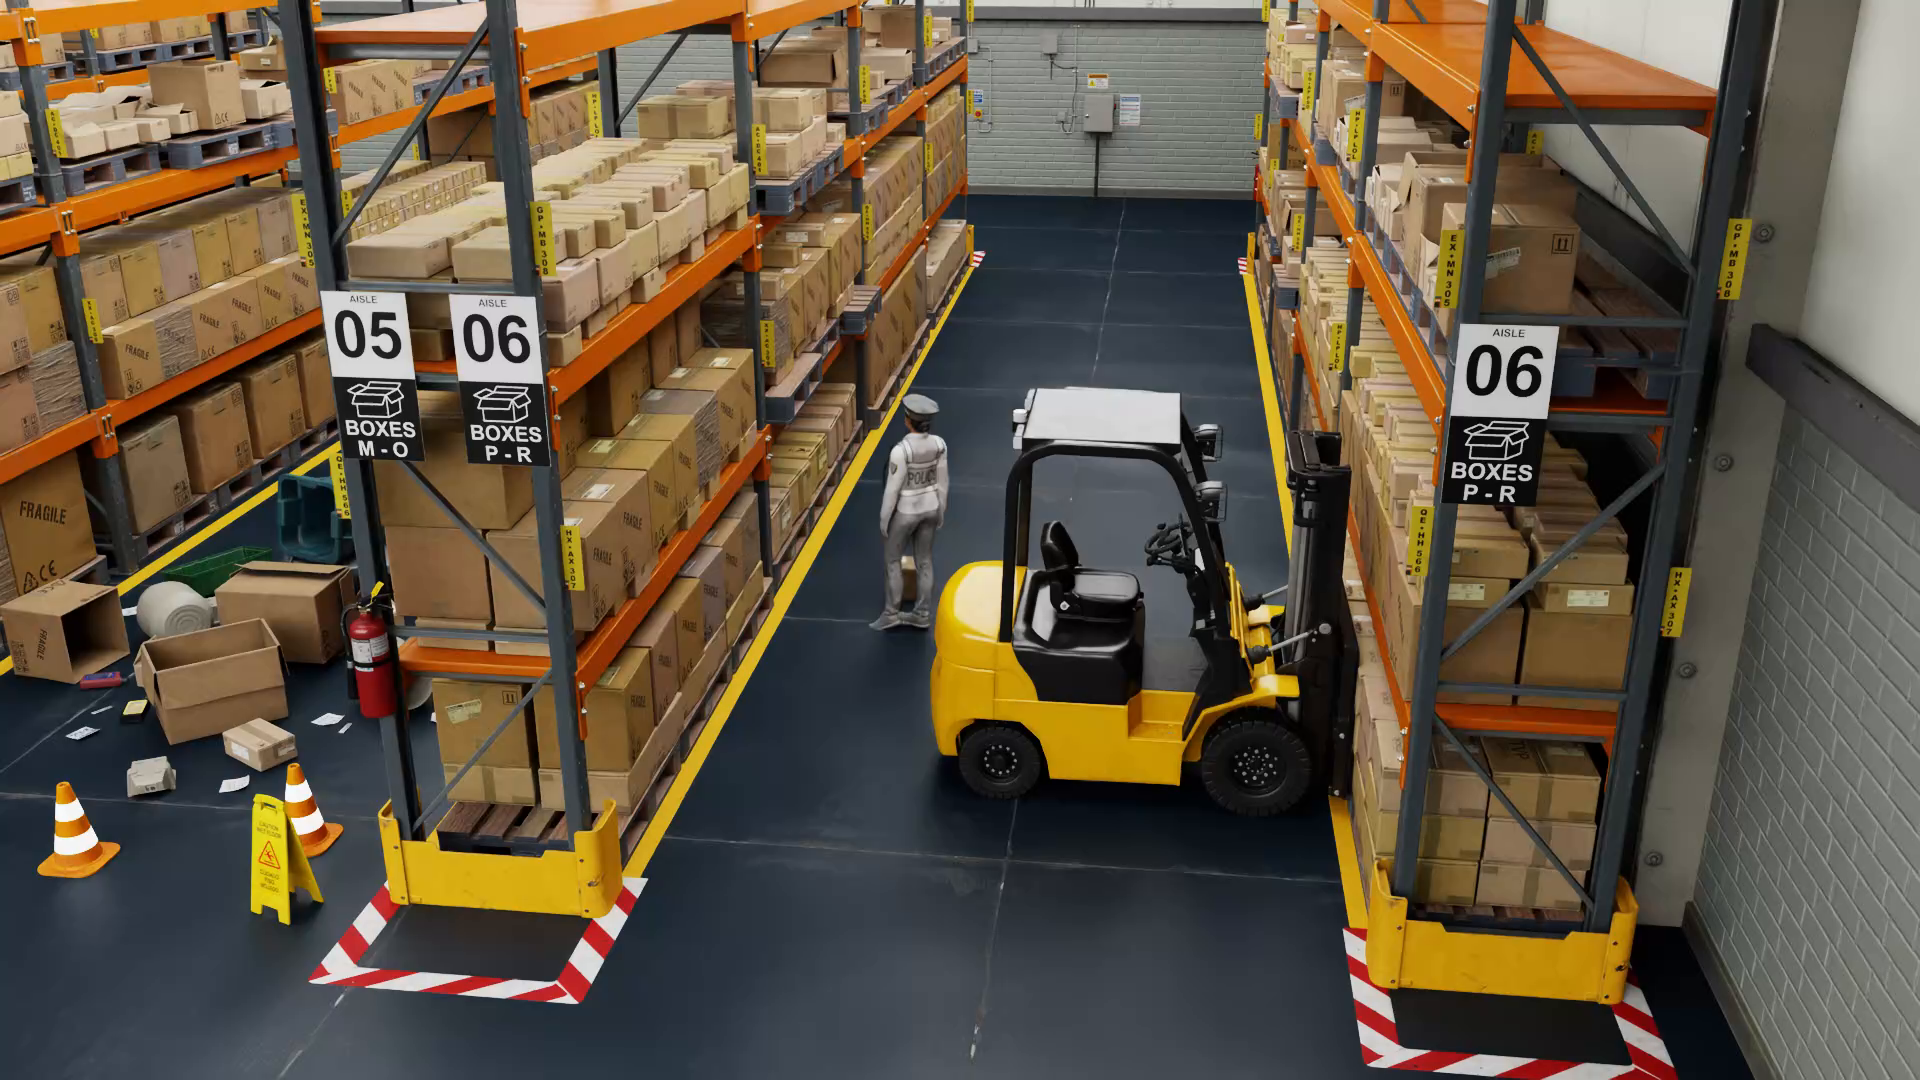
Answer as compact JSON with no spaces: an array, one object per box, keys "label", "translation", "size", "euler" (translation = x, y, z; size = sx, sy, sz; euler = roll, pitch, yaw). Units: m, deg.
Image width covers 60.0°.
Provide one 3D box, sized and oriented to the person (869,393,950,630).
[{"label":"person","translation":[-0.351,-0.162,11.534],"size":[0.539,1.737,0.402],"euler":[-15,26,-33]}]
